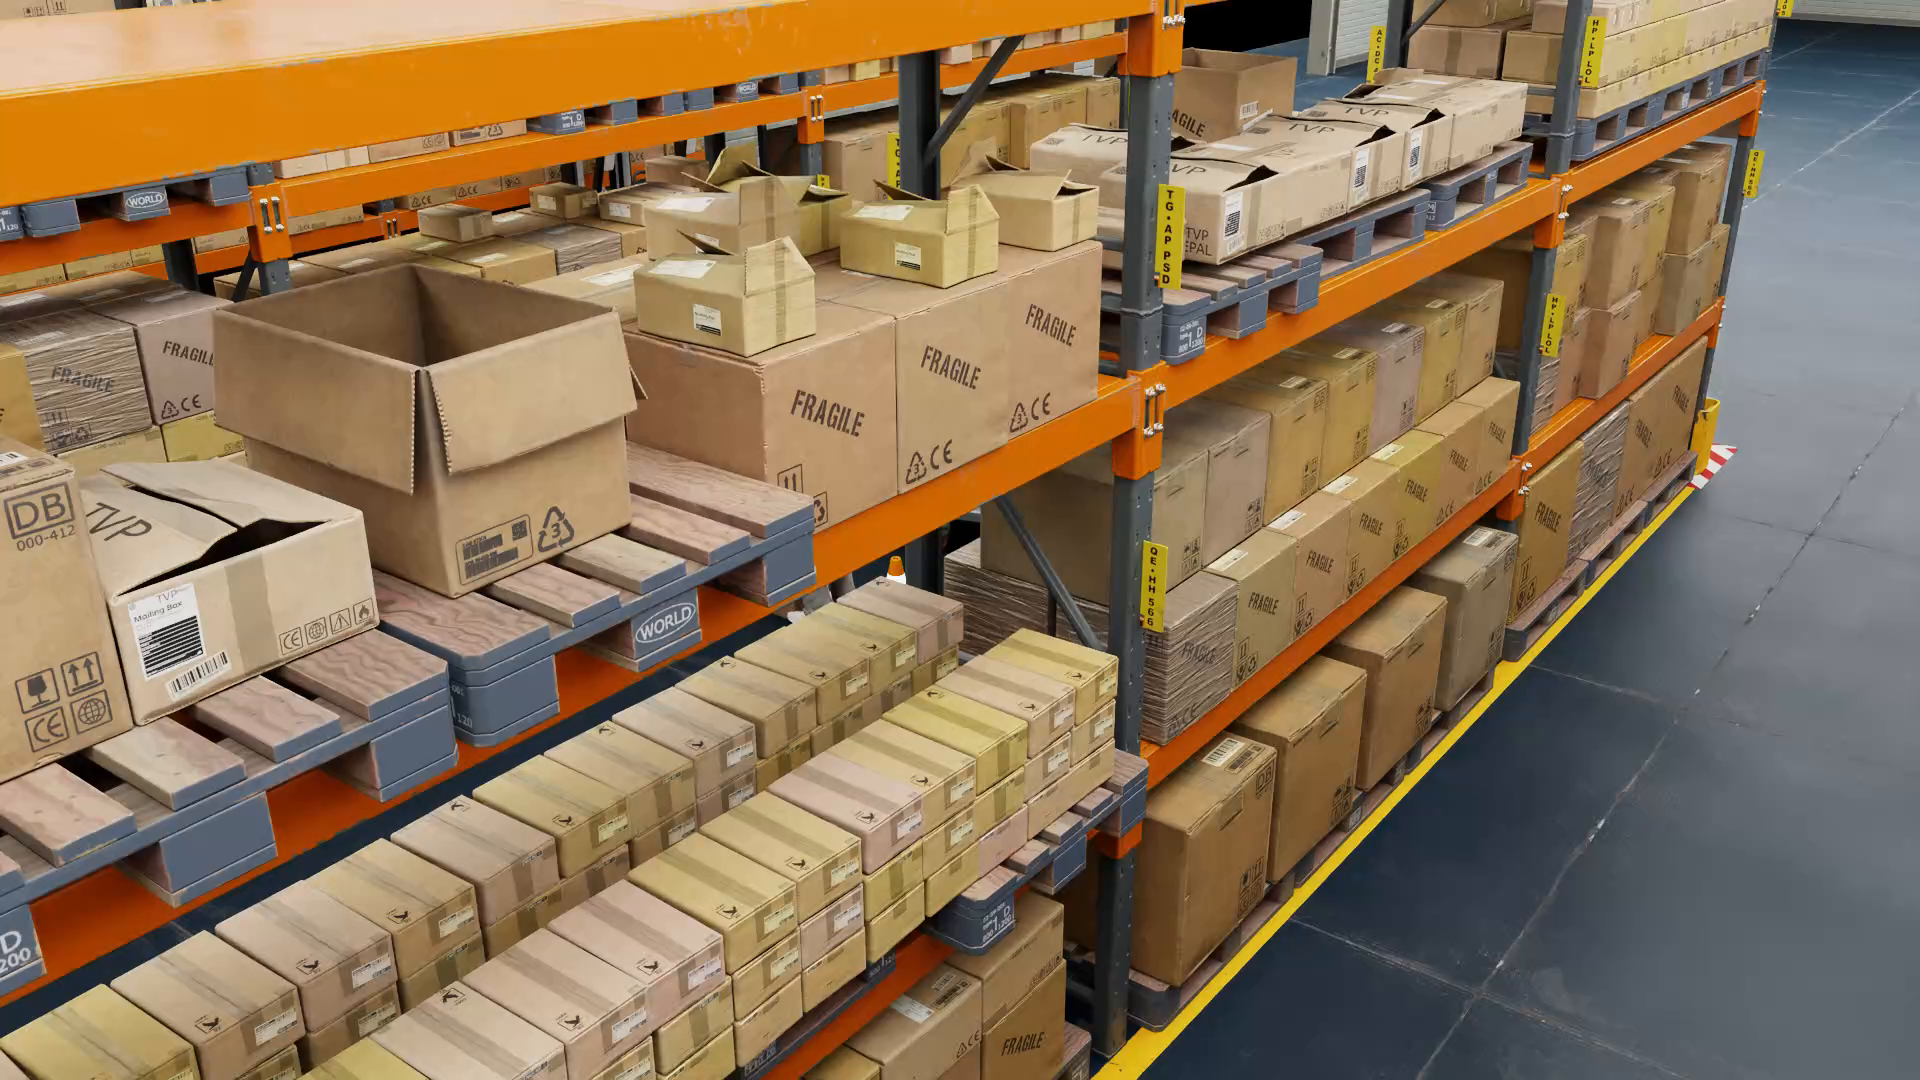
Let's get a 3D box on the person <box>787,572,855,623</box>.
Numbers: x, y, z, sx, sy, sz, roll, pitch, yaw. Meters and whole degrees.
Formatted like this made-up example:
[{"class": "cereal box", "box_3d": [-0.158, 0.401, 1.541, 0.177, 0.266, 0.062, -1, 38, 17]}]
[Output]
[{"class": "person", "box_3d": [-0.826, -0.276, 9.758, 0.356, 1.652, 0.487, 17, 29, 34]}]
